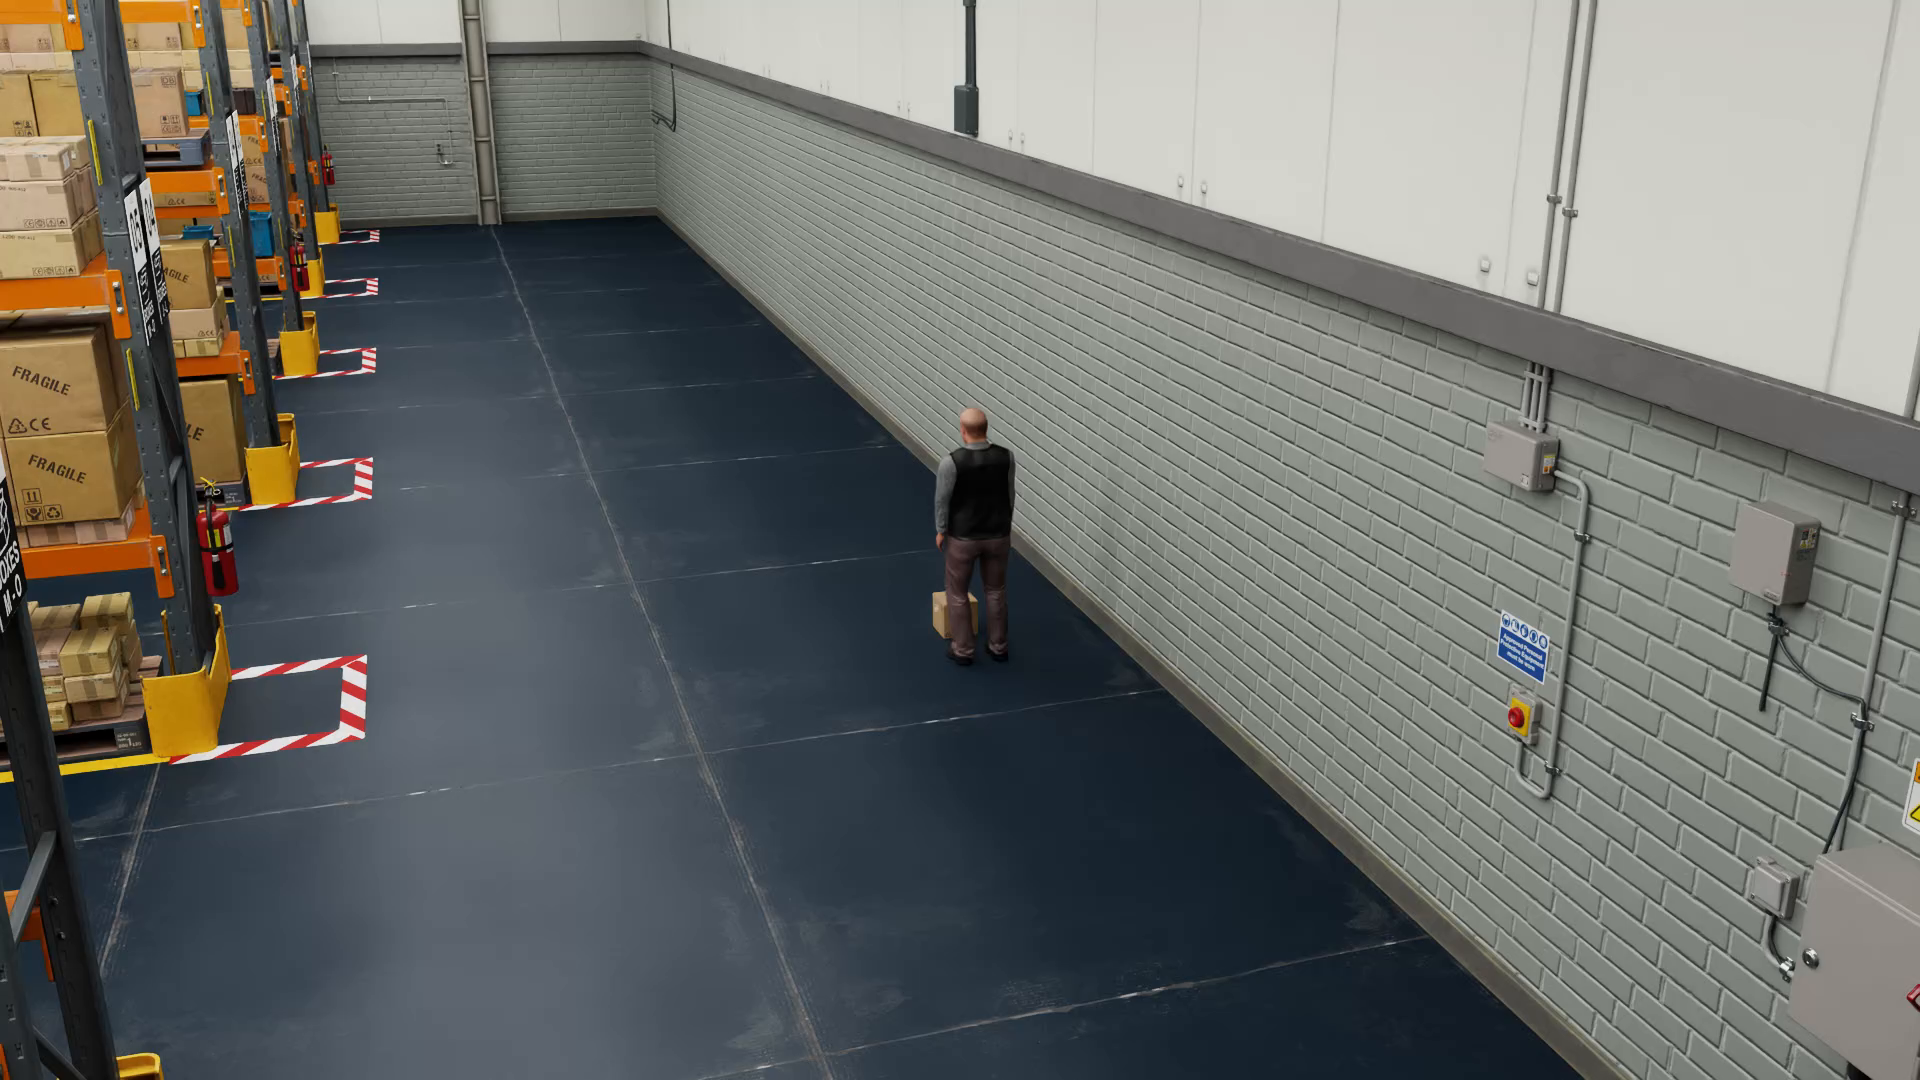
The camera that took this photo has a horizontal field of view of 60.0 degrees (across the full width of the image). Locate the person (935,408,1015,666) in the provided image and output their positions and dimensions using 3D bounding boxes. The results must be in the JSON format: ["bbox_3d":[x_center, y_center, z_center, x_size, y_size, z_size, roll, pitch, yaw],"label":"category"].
[{"bbox_3d":[0.096,-0.015,10.803,0.540,1.705,0.363,-6,20,-16],"label":"person"}]
